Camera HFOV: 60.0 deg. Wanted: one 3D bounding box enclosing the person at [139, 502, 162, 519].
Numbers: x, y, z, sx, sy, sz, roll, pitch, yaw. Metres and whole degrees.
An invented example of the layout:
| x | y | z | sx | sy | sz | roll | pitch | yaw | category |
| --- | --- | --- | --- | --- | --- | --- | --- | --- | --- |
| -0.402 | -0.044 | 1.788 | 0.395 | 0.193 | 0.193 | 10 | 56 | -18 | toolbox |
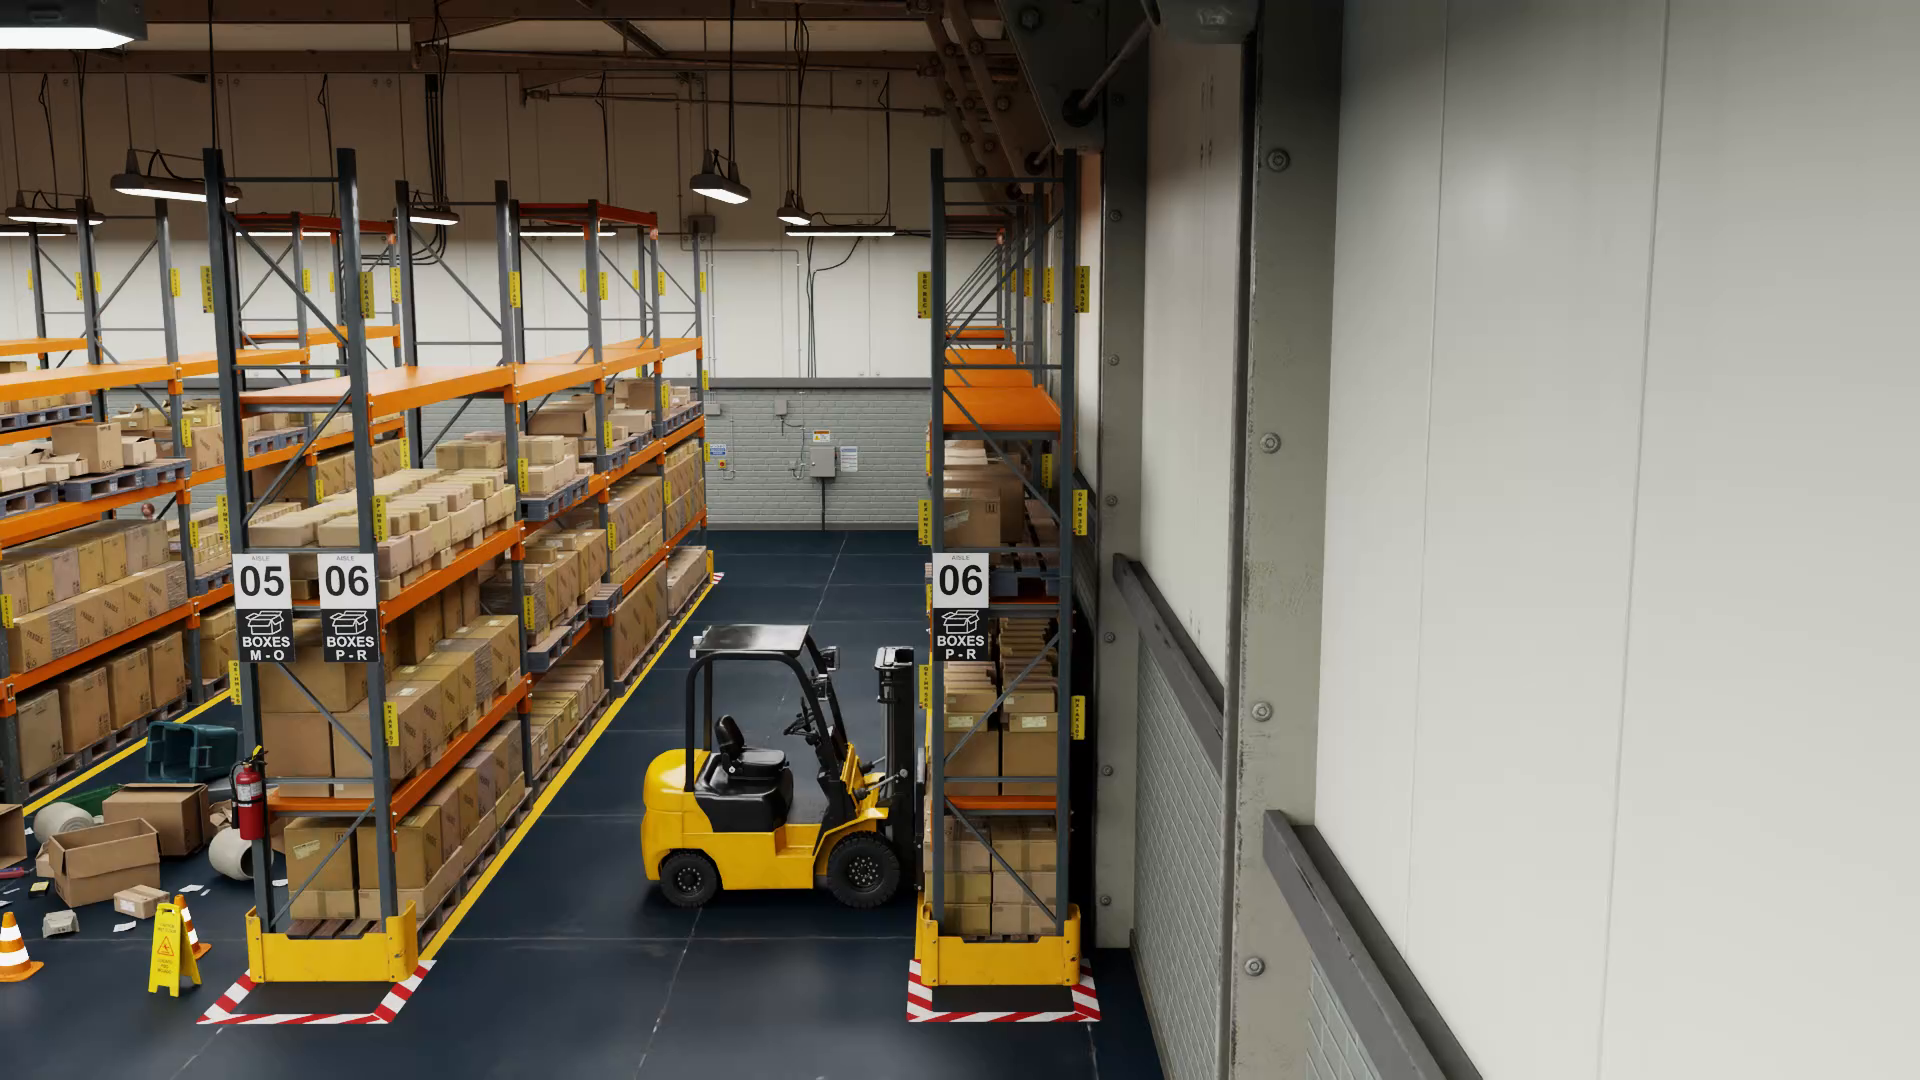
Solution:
| x | y | z | sx | sy | sz | roll | pitch | yaw | category |
| --- | --- | --- | --- | --- | --- | --- | --- | --- | --- |
| -12.922 | 0.157 | 26.660 | 0.560 | 1.560 | 0.572 | -1 | 9 | -5 | person |
